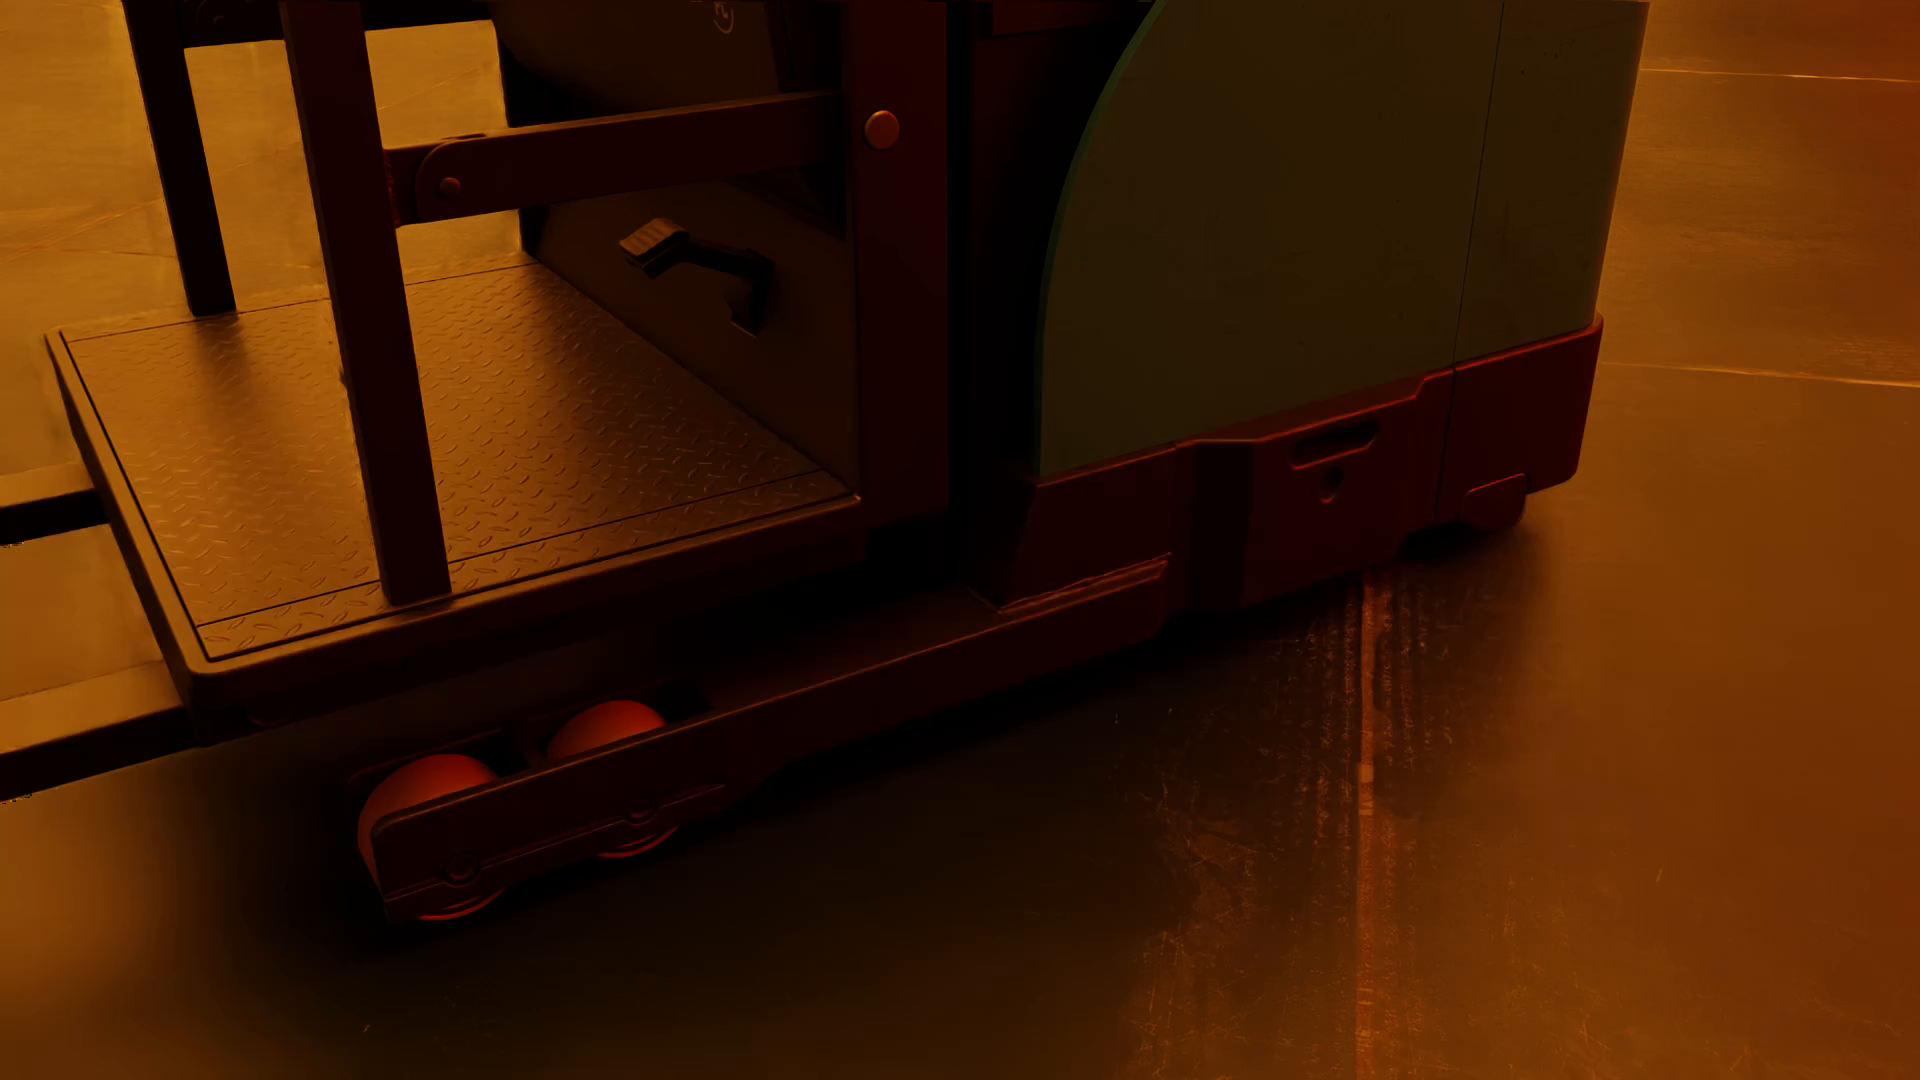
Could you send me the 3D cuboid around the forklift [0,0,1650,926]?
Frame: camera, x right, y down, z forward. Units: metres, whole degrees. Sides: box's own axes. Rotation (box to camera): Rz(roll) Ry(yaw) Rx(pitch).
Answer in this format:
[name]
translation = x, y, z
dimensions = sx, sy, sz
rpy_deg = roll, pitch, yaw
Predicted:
[forklift]
translation = -0.564, -1.188, 1.600
dimensions = 3.031, 2.935, 1.130
rpy_deg = -16, 31, -29
